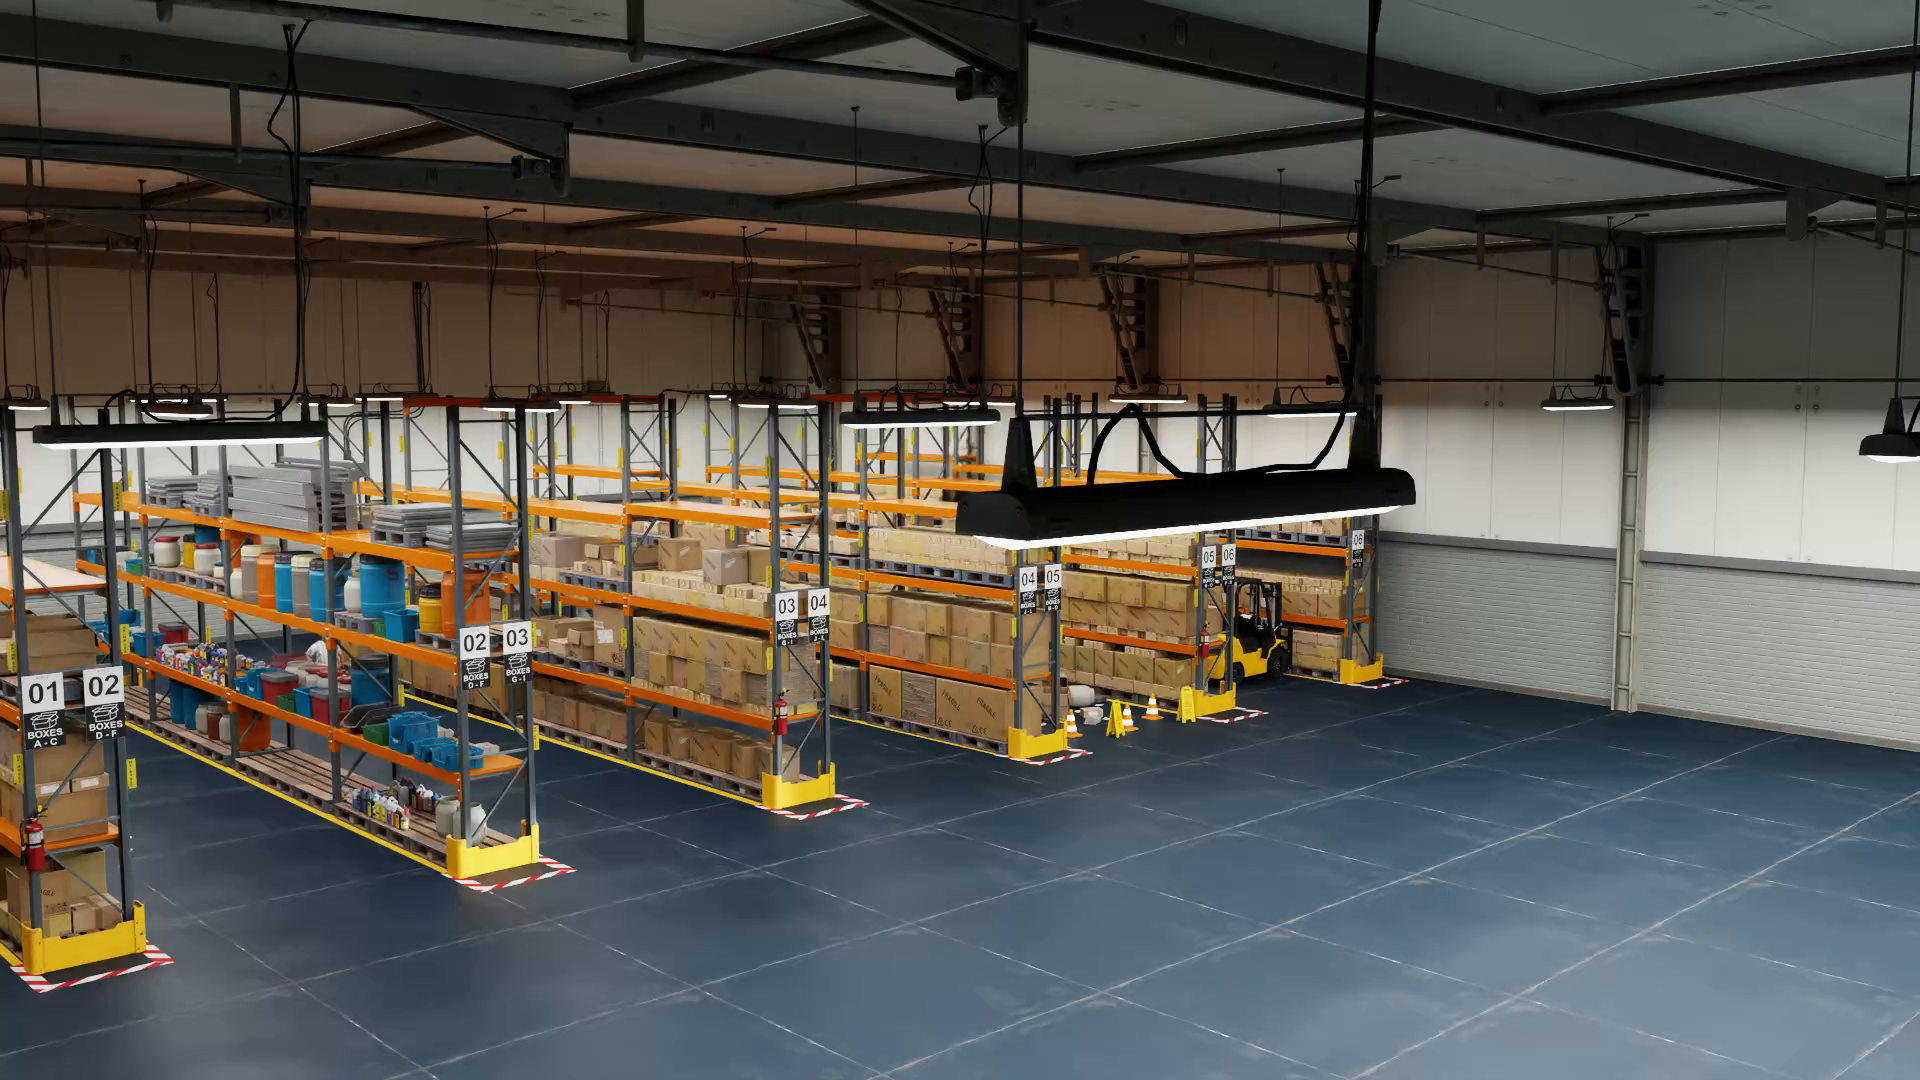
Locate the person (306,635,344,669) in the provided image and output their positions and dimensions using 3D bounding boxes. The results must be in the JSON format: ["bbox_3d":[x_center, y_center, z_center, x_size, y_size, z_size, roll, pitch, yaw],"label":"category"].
[{"bbox_3d":[-11.738,2.475,30.828,0.825,1.790,0.666,5,8,43],"label":"person"}]
